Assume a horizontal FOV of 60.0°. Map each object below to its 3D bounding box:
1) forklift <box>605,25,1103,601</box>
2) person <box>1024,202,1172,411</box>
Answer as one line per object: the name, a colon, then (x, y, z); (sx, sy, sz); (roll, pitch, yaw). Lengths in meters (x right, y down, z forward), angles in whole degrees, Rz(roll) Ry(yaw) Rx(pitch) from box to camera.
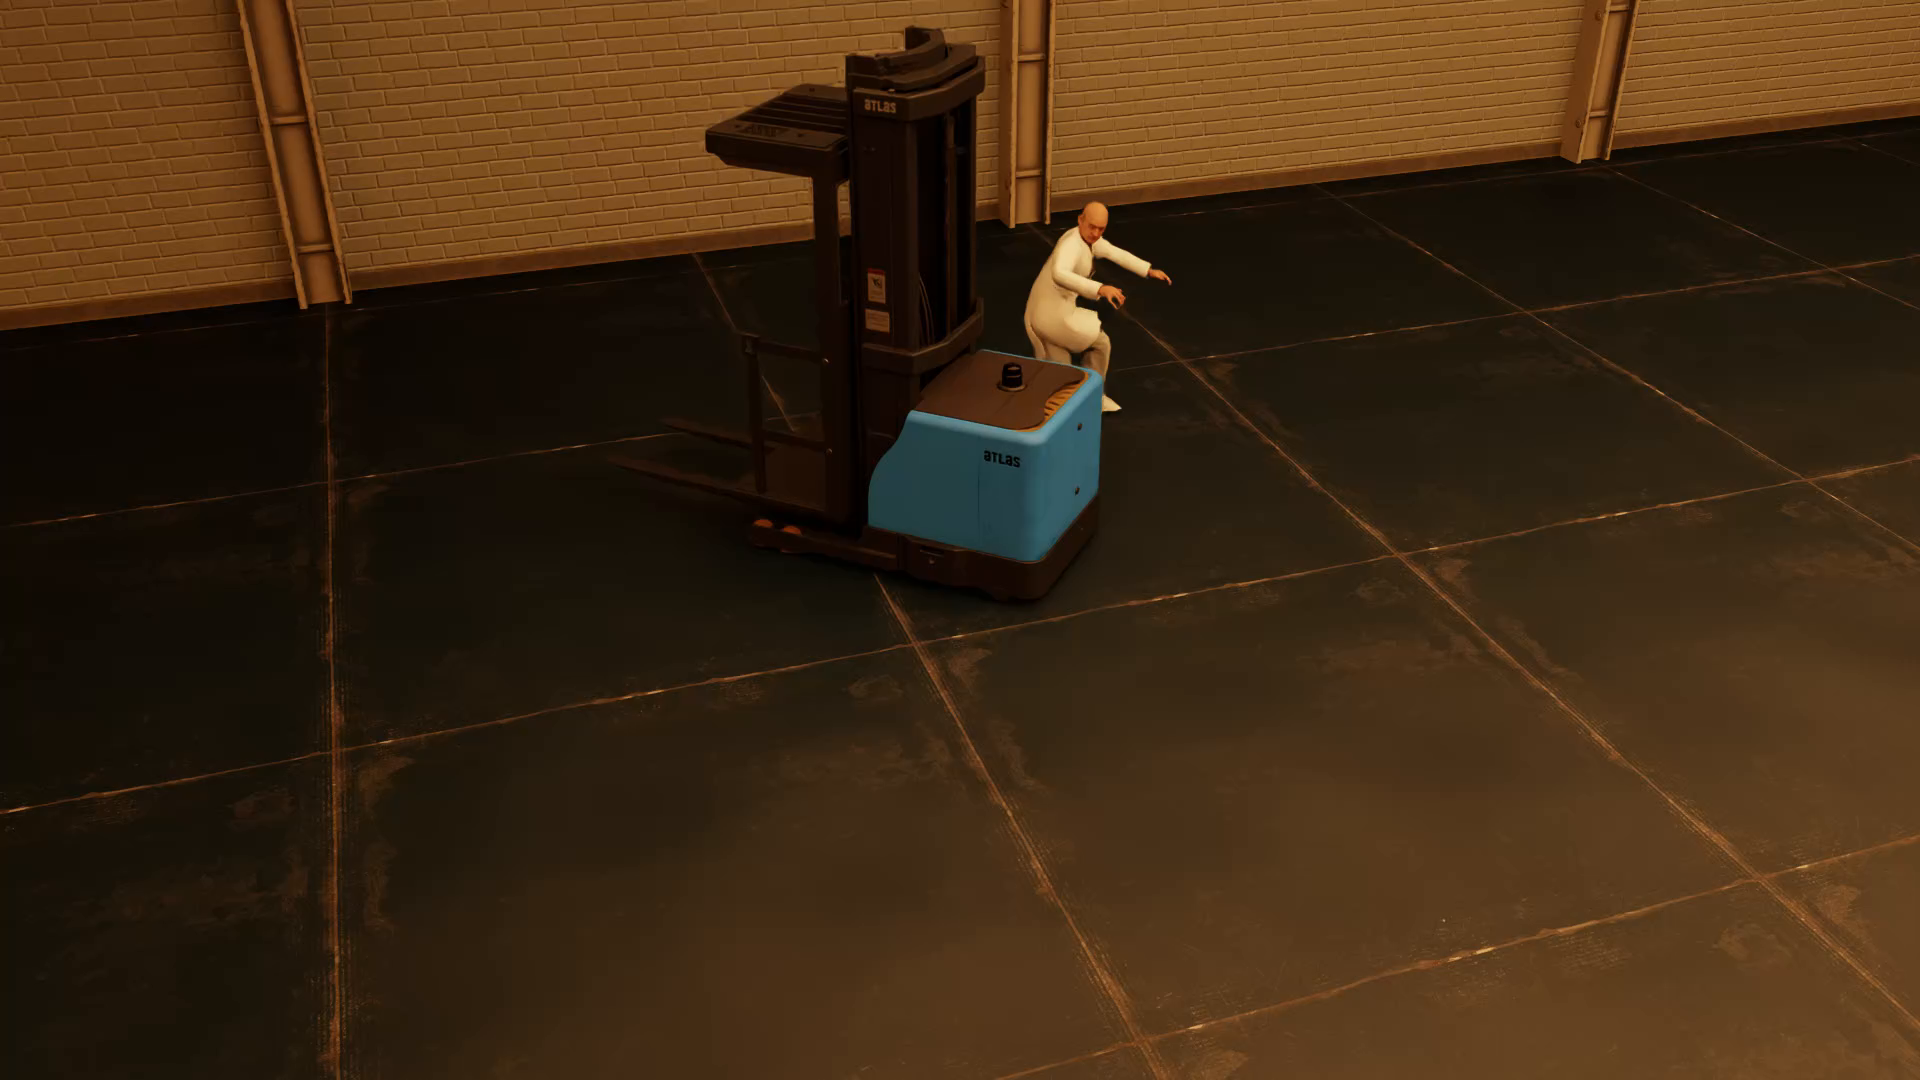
forklift: (-0.721, -1.411, 9.539); (3.031, 2.935, 1.130); (13, 32, 21)
person: (0.914, -1.445, 11.049); (1.203, 1.568, 0.952); (-10, 31, -17)
